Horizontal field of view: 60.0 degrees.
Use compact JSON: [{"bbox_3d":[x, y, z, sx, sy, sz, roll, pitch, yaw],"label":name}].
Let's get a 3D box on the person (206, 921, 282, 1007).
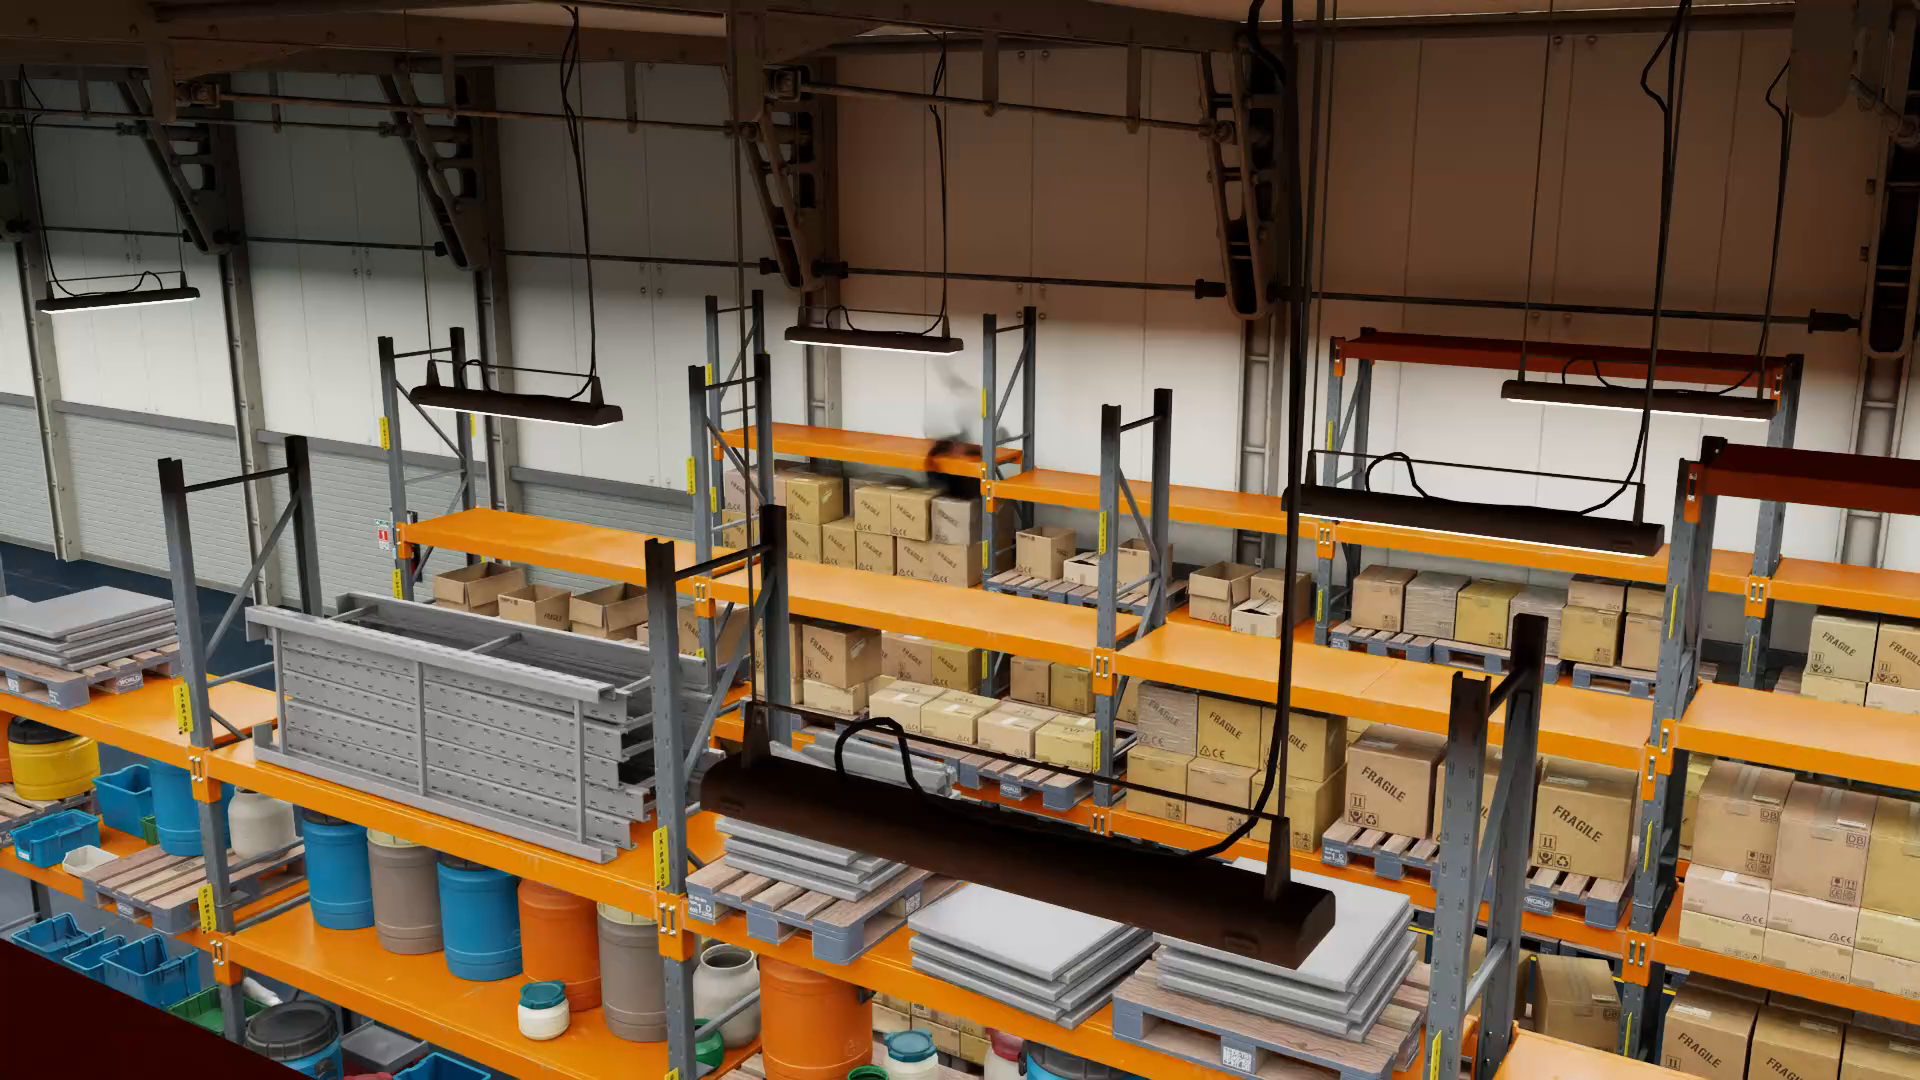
[{"bbox_3d":[-6.446,3.731,14.838,0.574,1.636,0.565,6,15,24],"label":"person"}]
